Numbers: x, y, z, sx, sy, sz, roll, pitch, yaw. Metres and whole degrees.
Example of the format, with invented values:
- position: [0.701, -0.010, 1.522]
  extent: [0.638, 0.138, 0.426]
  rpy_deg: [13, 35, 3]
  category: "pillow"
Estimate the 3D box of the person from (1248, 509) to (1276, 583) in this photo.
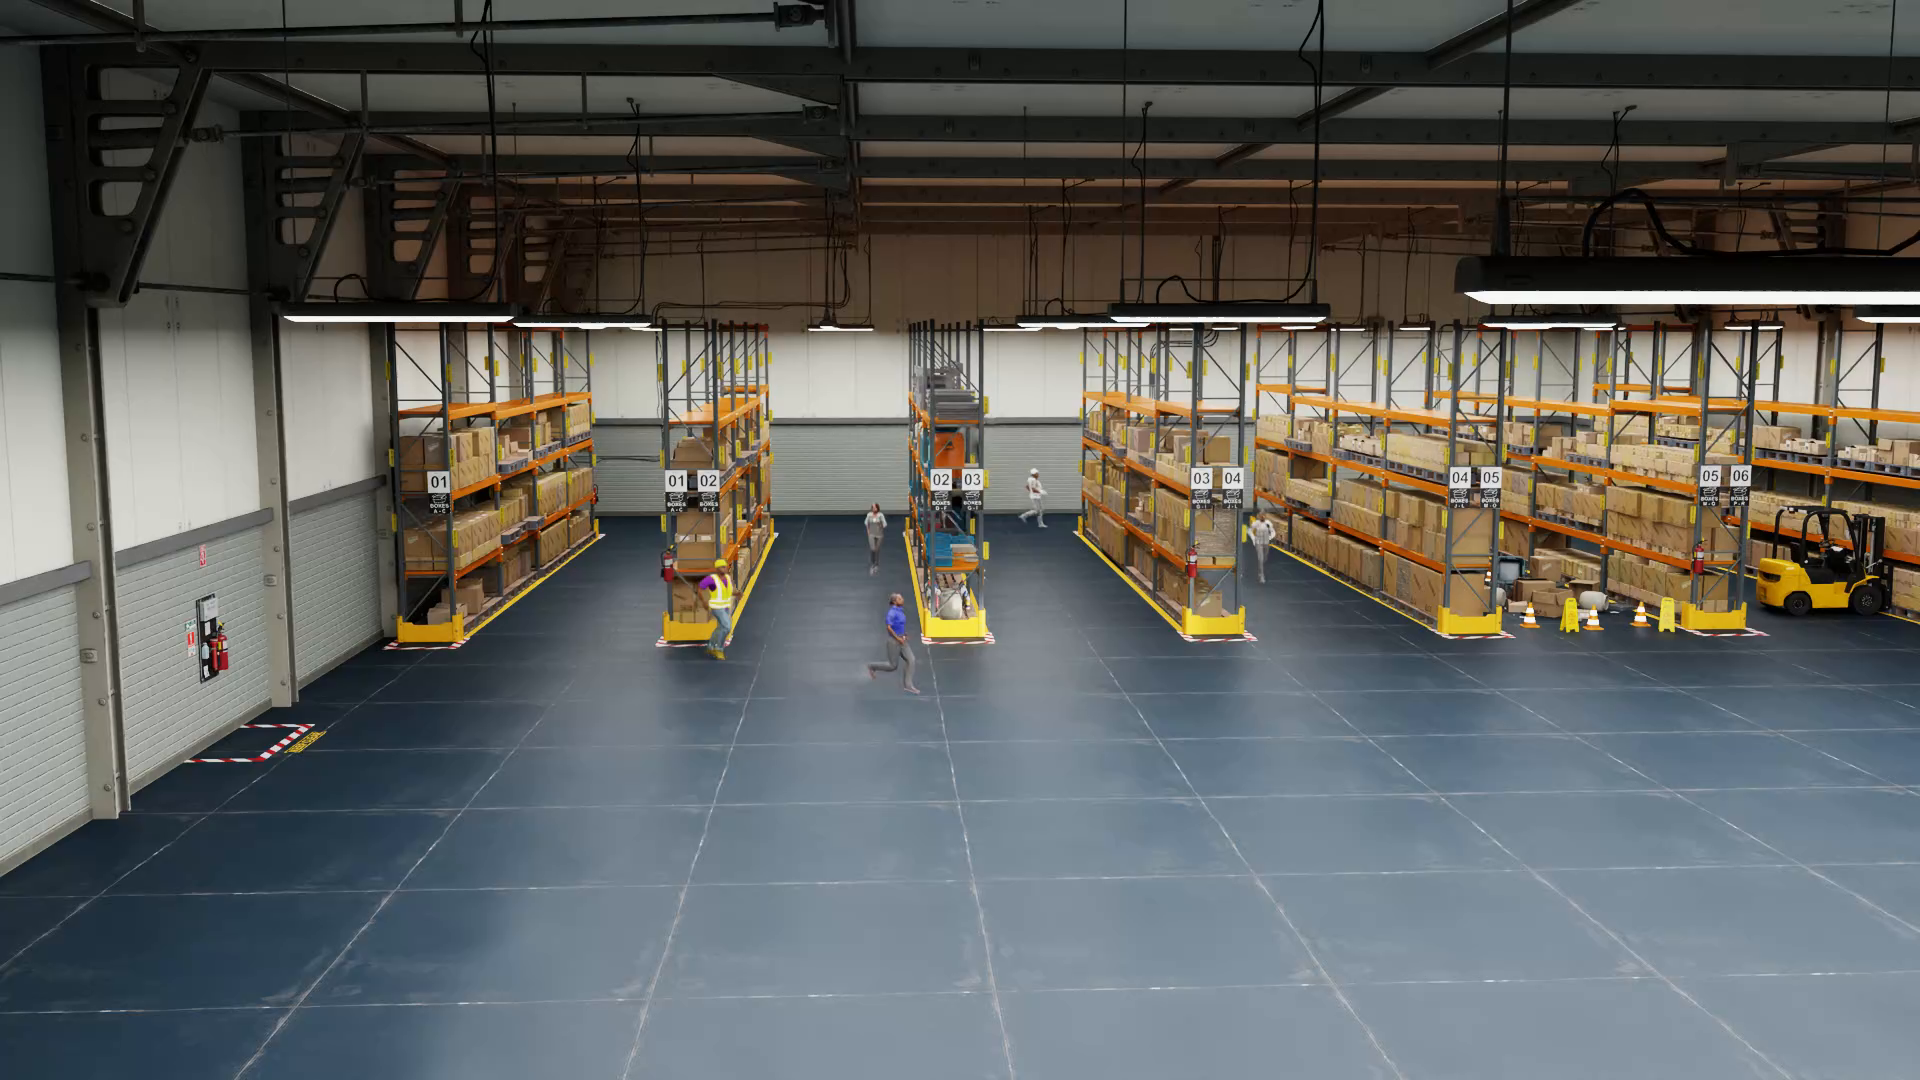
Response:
- position: [7.003, 0.108, 38.525]
  extent: [0.610, 1.688, 0.860]
  rpy_deg: [0, 7, -3]
  category: "person"

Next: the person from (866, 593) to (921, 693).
- position: [-1.059, 1.700, 26.738]
  extent: [0.892, 1.539, 0.564]
  rpy_deg: [3, 7, 19]
  category: "person"

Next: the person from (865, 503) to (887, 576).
- position: [-1.936, -0.024, 38.062]
  extent: [0.478, 1.669, 0.672]
  rpy_deg: [0, 7, -3]
  category: "person"

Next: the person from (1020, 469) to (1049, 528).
- position: [2.199, -1.232, 49.222]
  extent: [0.881, 1.762, 0.680]
  rpy_deg: [0, 7, -4]
  category: "person"

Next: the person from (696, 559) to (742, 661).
- position: [-4.220, 1.230, 29.447]
  extent: [0.739, 1.797, 0.684]
  rpy_deg: [4, 8, 29]
  category: "person"
